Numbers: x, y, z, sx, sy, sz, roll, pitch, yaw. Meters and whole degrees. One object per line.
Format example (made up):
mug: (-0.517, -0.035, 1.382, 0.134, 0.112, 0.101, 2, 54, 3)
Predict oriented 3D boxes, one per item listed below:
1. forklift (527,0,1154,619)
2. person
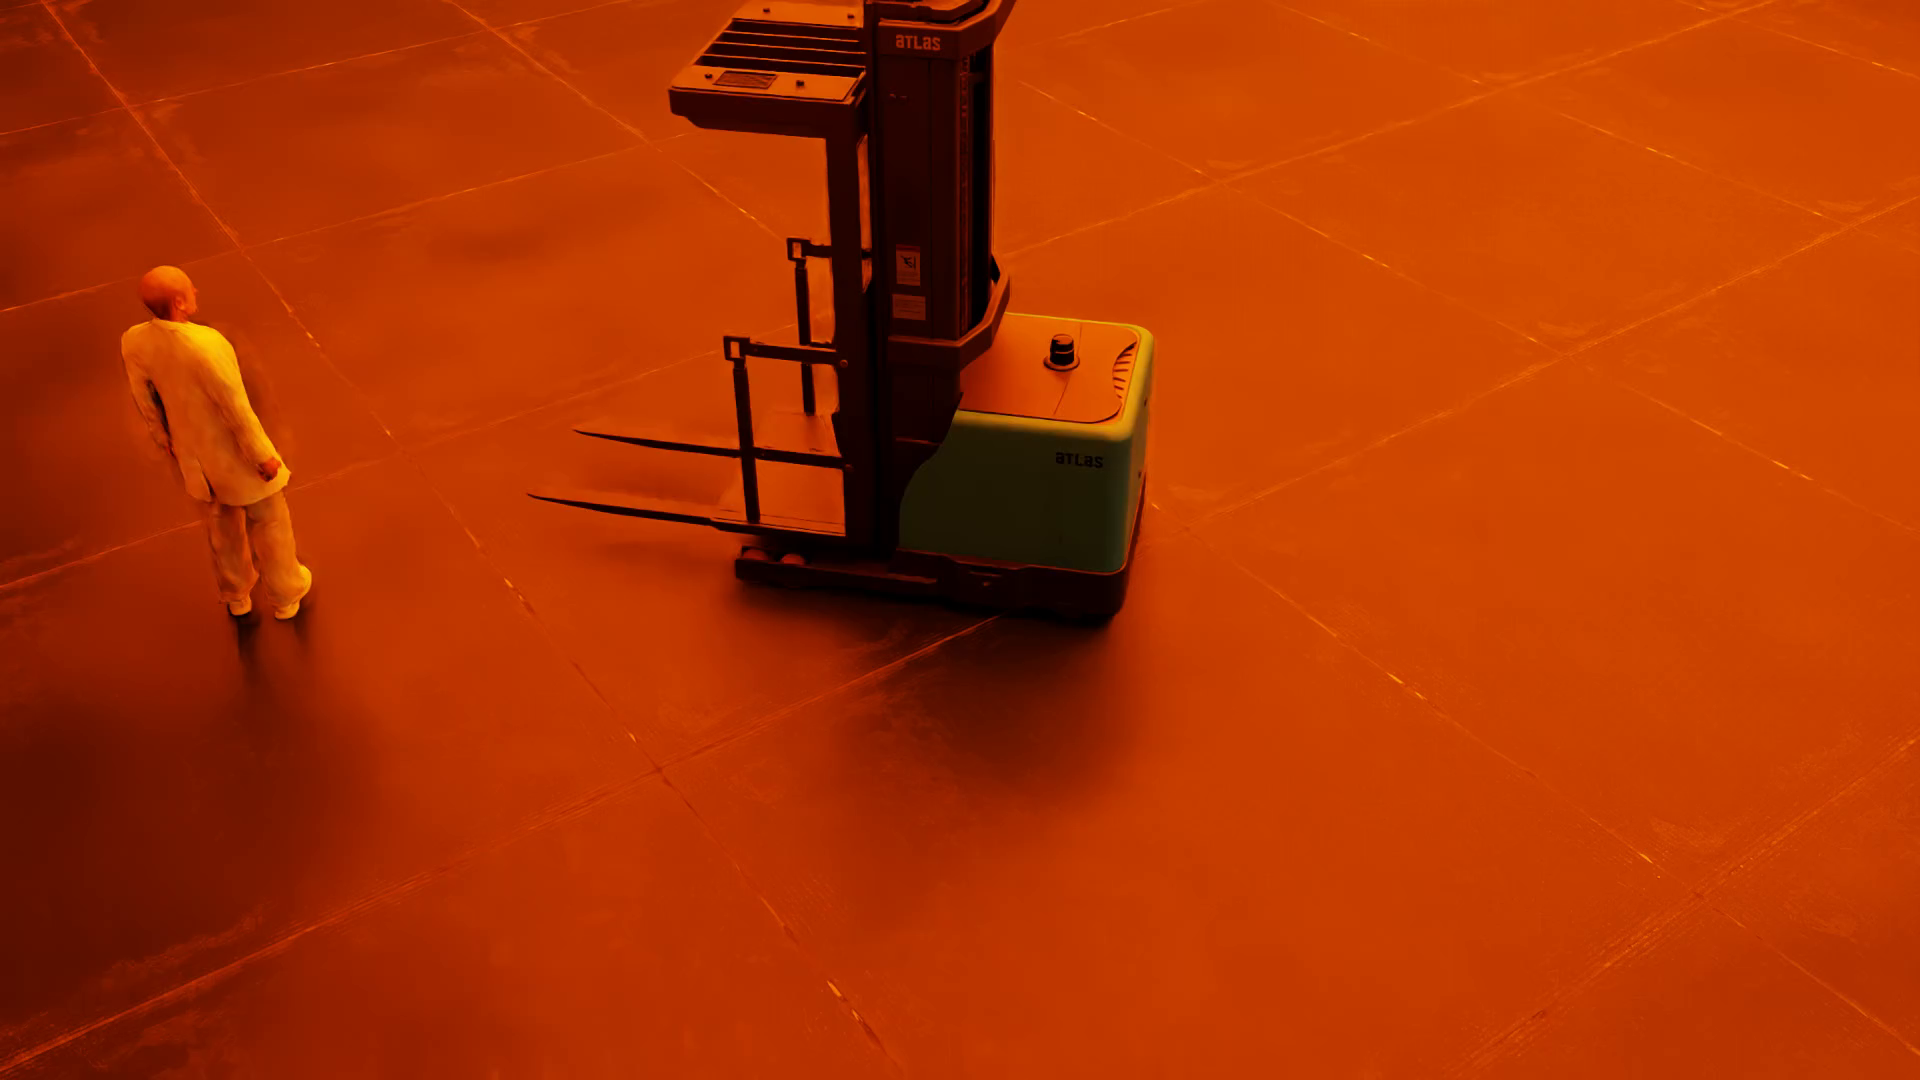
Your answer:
forklift: (-0.627, -1.243, 7.626, 3.031, 2.935, 1.130, 7, 37, 9)
person: (-3.326, -0.447, 7.519, 0.620, 1.781, 0.400, 11, 38, 15)
